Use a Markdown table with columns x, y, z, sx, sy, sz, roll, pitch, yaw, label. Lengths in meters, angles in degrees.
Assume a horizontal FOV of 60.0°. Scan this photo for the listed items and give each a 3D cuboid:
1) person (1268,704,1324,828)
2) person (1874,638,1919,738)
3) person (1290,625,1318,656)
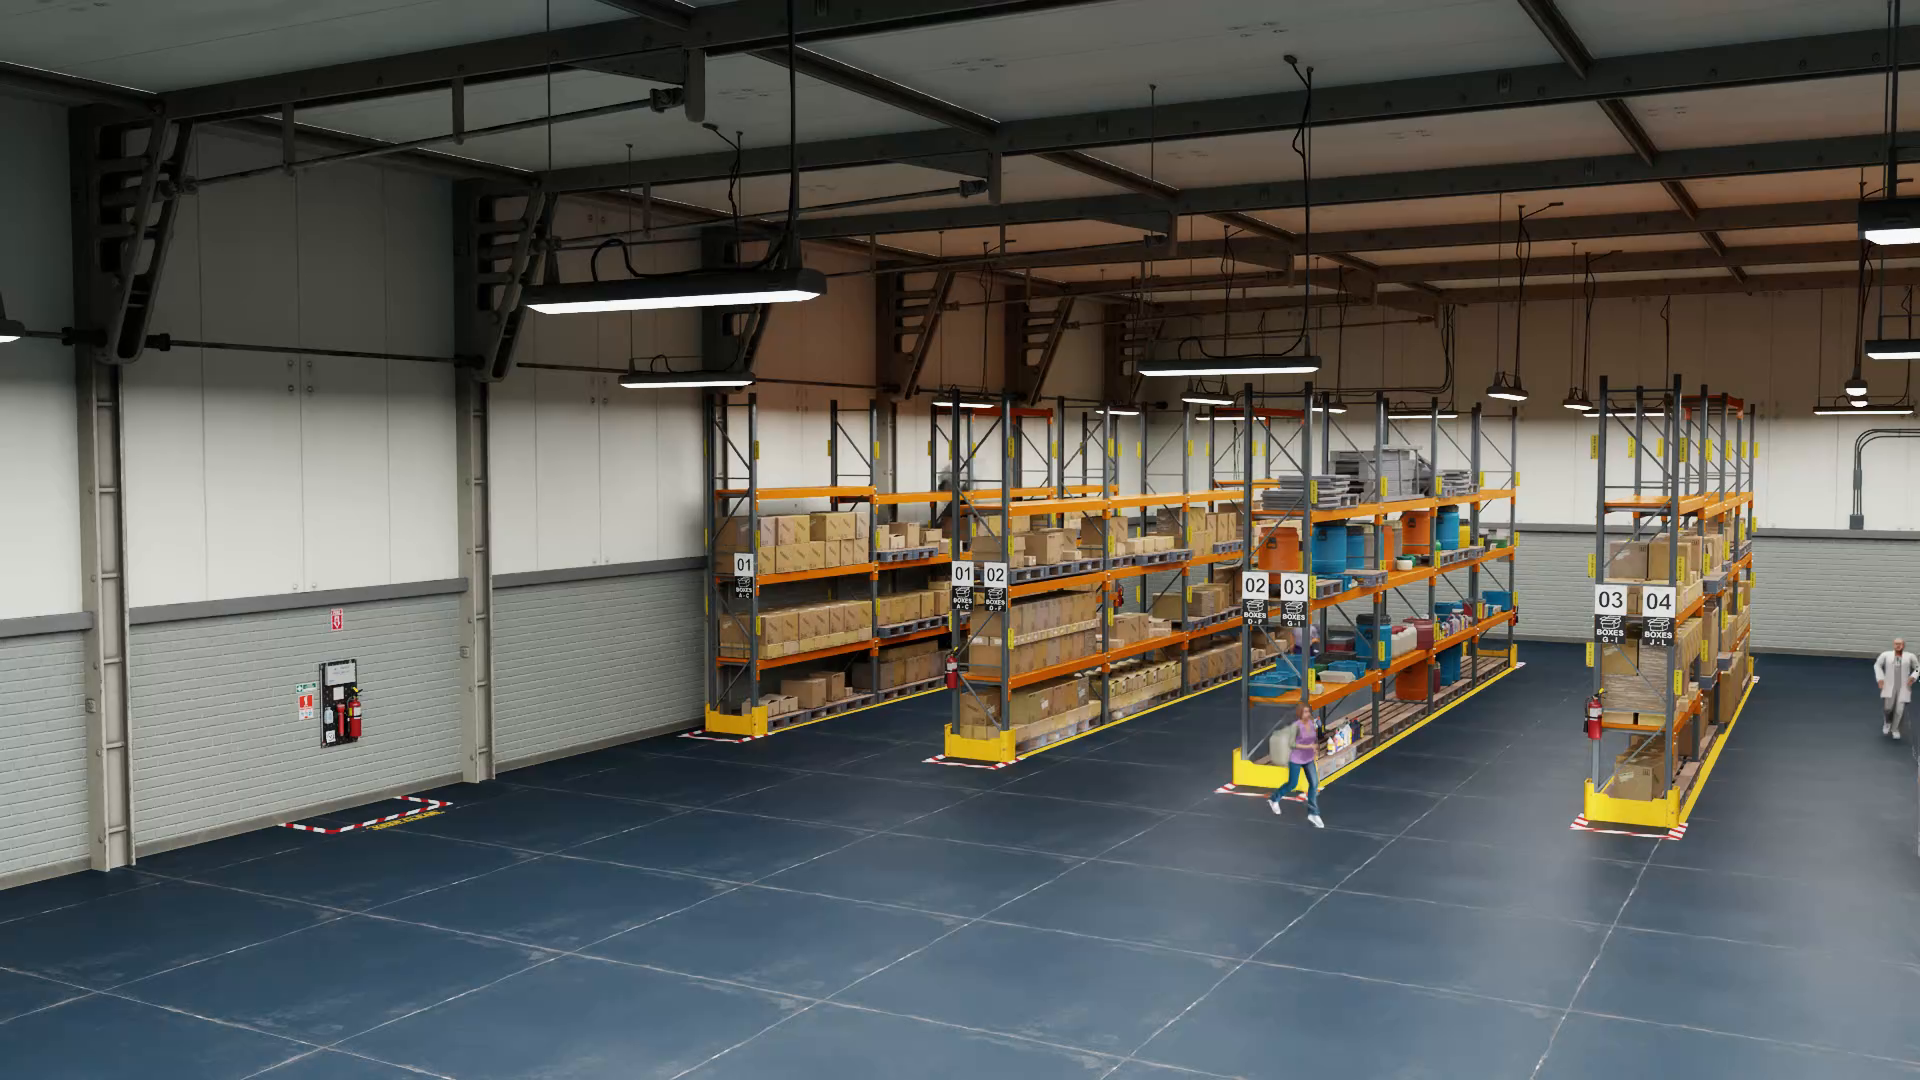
| x | y | z | sx | sy | sz | roll | pitch | yaw | label |
| --- | --- | --- | --- | --- | --- | --- | --- | --- | --- |
| 4.557 | 3.006 | 22.362 | 0.551 | 1.593 | 0.874 | -2 | 4 | -31 | person |
| 16.288 | 2.571 | 28.880 | 0.723 | 1.746 | 0.629 | 2 | 3 | 28 | person |
| 7.075 | 2.337 | 34.262 | 0.577 | 1.660 | 0.682 | 1 | 3 | 16 | person |
